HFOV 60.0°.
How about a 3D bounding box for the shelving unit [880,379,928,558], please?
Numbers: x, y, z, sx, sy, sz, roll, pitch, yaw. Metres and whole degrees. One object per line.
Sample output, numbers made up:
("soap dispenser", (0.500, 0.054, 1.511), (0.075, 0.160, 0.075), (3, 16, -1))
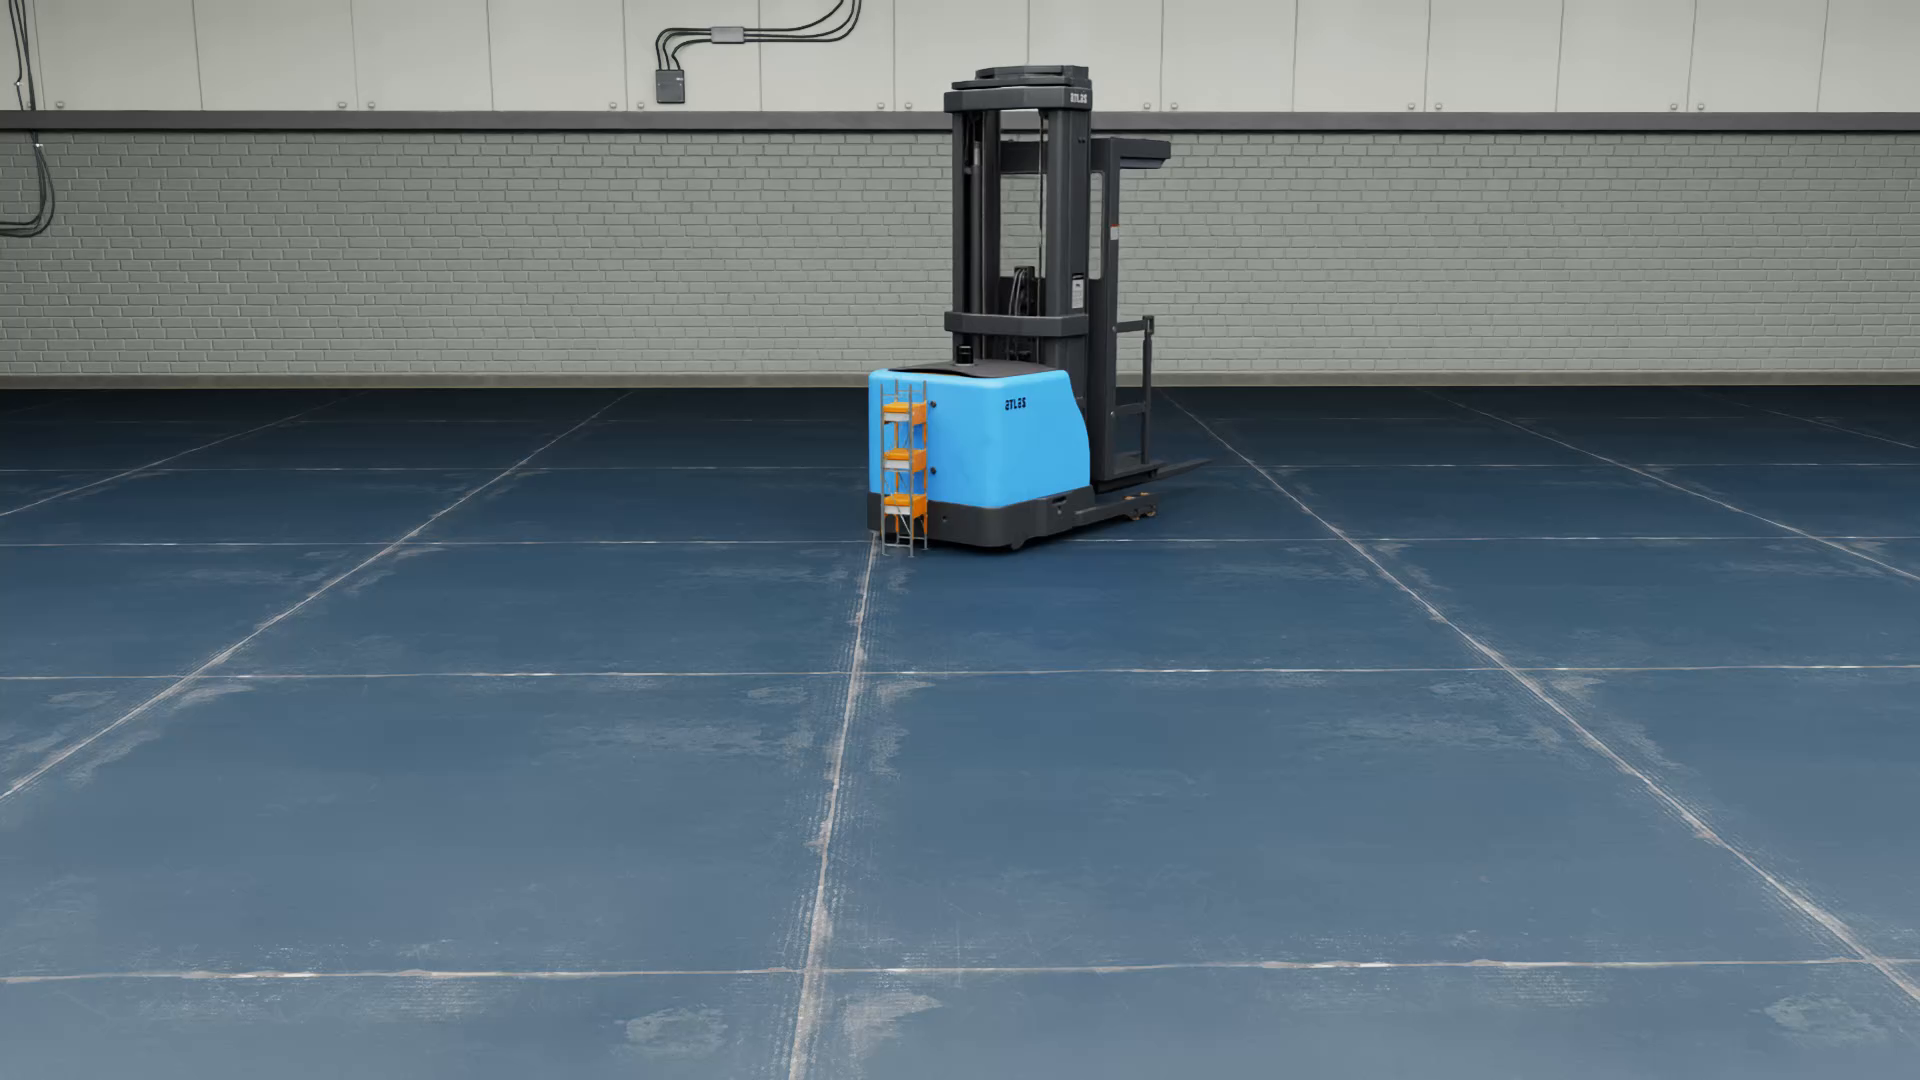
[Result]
("shelving unit", (-0.338, -0.434, 10.060), (0.215, 1.050, 0.252), (4, 12, 19))

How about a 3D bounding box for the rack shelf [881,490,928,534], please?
("rack shelf", (-0.338, -0.152, 10.118), (0.215, 0.259, 0.240), (4, 12, 19))

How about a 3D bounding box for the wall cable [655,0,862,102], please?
("wall cable", (-2.232, -7.837, 18.003), (2.305, 6.003, 0.169), (0, 11, -1))

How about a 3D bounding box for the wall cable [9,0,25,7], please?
("wall cable", (-9.019, -7.099, 18.025), (3.097, 2.526, 0.112), (0, 11, -1))

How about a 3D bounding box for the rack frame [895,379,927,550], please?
("rack frame", (-0.298, -0.457, 10.173), (0.200, 1.050, 0.008), (4, 12, 19))

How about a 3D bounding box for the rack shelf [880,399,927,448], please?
("rack shelf", (-0.338, -0.702, 10.006), (0.215, 0.259, 0.240), (4, 12, 19))

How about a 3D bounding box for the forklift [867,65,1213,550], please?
("forklift", (0.703, -1.617, 11.156), (1.130, 2.935, 3.031), (9, 14, 36))

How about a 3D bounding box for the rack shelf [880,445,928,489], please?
("rack shelf", (-0.338, -0.424, 10.062), (0.215, 0.259, 0.240), (4, 12, 19))

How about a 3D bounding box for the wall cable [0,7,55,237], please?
("wall cable", (-11.724, -4.613, 18.473), (3.097, 2.526, 0.112), (0, 11, -1))

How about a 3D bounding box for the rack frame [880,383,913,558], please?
("rack frame", (-0.379, -0.412, 9.947), (0.200, 1.050, 0.008), (4, 12, 19))
